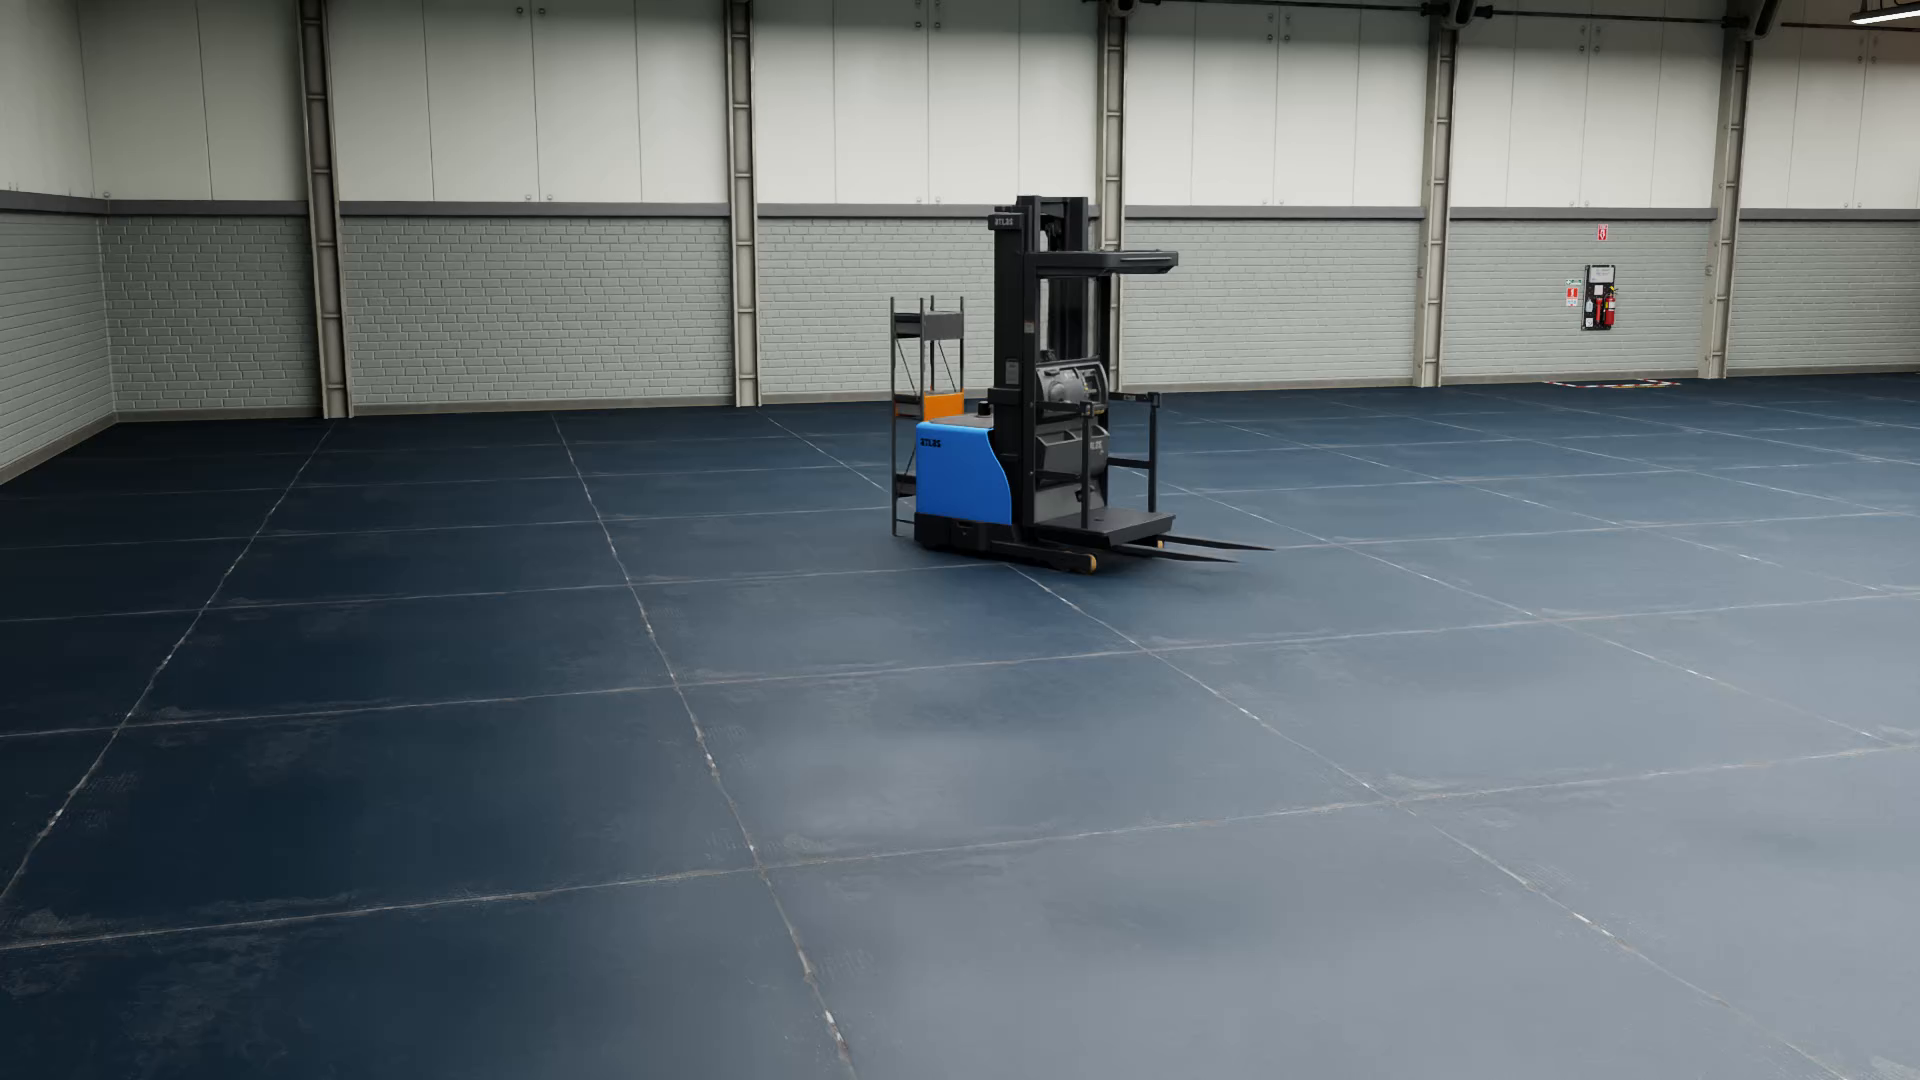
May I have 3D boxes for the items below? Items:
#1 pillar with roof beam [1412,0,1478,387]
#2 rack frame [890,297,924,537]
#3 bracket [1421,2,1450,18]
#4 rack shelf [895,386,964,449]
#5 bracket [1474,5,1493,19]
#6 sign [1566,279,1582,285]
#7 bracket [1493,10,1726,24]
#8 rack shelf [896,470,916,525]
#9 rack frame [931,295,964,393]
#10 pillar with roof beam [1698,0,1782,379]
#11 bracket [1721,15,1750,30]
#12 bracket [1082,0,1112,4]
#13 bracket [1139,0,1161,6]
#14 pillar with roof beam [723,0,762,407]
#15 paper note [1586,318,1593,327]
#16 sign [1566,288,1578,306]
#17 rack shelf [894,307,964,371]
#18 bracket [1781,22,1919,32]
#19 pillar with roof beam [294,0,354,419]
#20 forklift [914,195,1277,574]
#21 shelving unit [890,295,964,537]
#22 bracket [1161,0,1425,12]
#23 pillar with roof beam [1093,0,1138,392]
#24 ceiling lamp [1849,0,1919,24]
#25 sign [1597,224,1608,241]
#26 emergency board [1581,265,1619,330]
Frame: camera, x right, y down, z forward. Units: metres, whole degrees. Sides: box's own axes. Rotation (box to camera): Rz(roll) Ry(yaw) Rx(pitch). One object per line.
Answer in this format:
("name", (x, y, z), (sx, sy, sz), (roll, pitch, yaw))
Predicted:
("pillar with roof beam", (9.406, -6.385, 24.375), (0.548, 9.000, 9.100), (-3, 11, -16))
("rack frame", (-0.454, -1.047, 14.437), (0.400, 2.100, 0.015), (10, 14, 44))
("bracket", (7.903, -8.821, 27.665), (0.430, 0.232, 0.235), (-3, 11, -16))
("rack shelf", (-0.283, -1.066, 14.610), (0.431, 0.518, 0.480), (10, 14, 44))
("bracket", (8.700, -8.863, 27.893), (0.430, 0.232, 0.235), (-3, 11, -16))
("sign", (11.027, -4.635, 29.877), (0.331, 0.109, 0.001), (-3, 11, -16))
("bracket", (11.174, -8.993, 28.601), (4.783, 0.066, 0.076), (-3, 11, -16))
("rack shelf", (-0.283, -0.377, 14.737), (0.431, 0.518, 0.480), (10, 14, 44))
("rack frame", (-0.112, -1.110, 14.779), (0.400, 2.100, 0.015), (10, 14, 44))
("pillar with roof beam", (15.167, -6.689, 26.024), (0.548, 9.000, 9.100), (-3, 11, -16))
("bracket", (13.664, -9.125, 29.314), (0.430, 0.232, 0.235), (-3, 11, -16))
("bracket", (2.142, -8.517, 26.016), (0.430, 0.232, 0.235), (-3, 11, -16))
("bracket", (2.939, -8.559, 26.244), (0.430, 0.232, 0.235), (-3, 11, -16))
("pillar with roof beam", (-2.116, -5.778, 21.077), (0.548, 9.000, 9.100), (-3, 11, -16))
("paper note", (11.391, -3.938, 30.086), (0.142, 0.148, 0.016), (-3, 11, -16))
("sign", (11.020, -4.376, 29.932), (0.234, 0.329, 0.001), (-3, 11, -16))
("rack shelf", (-0.283, -1.754, 14.484), (0.431, 0.518, 0.480), (10, 14, 44))
("bracket", (16.935, -9.297, 30.251), (4.783, 0.066, 0.076), (-3, 11, -16))
("pillar with roof beam", (-7.877, -5.474, 19.427), (0.400, 9.000, 9.100), (-3, 11, -16))
("forklift", (1.081, -1.279, 13.398), (3.031, 2.935, 1.130), (8, 13, 37))
("shelving unit", (-0.283, -1.079, 14.608), (0.431, 2.100, 0.503), (10, 14, 44))
("bracket", (5.413, -8.690, 26.952), (4.783, 0.066, 0.076), (-3, 11, -16))
("pillar with roof beam", (3.645, -6.081, 22.726), (0.548, 9.000, 9.100), (-3, 11, -16))
("ceiling lamp", (13.933, -9.371, 24.471), (0.800, 3.185, 2.000), (-3, 11, -16))
("sign", (11.544, -5.525, 29.871), (0.199, 0.298, 0.001), (-3, 11, -16))
("emergency board", (11.580, -4.368, 29.989), (0.643, 1.169, 0.194), (-3, 11, -16))
